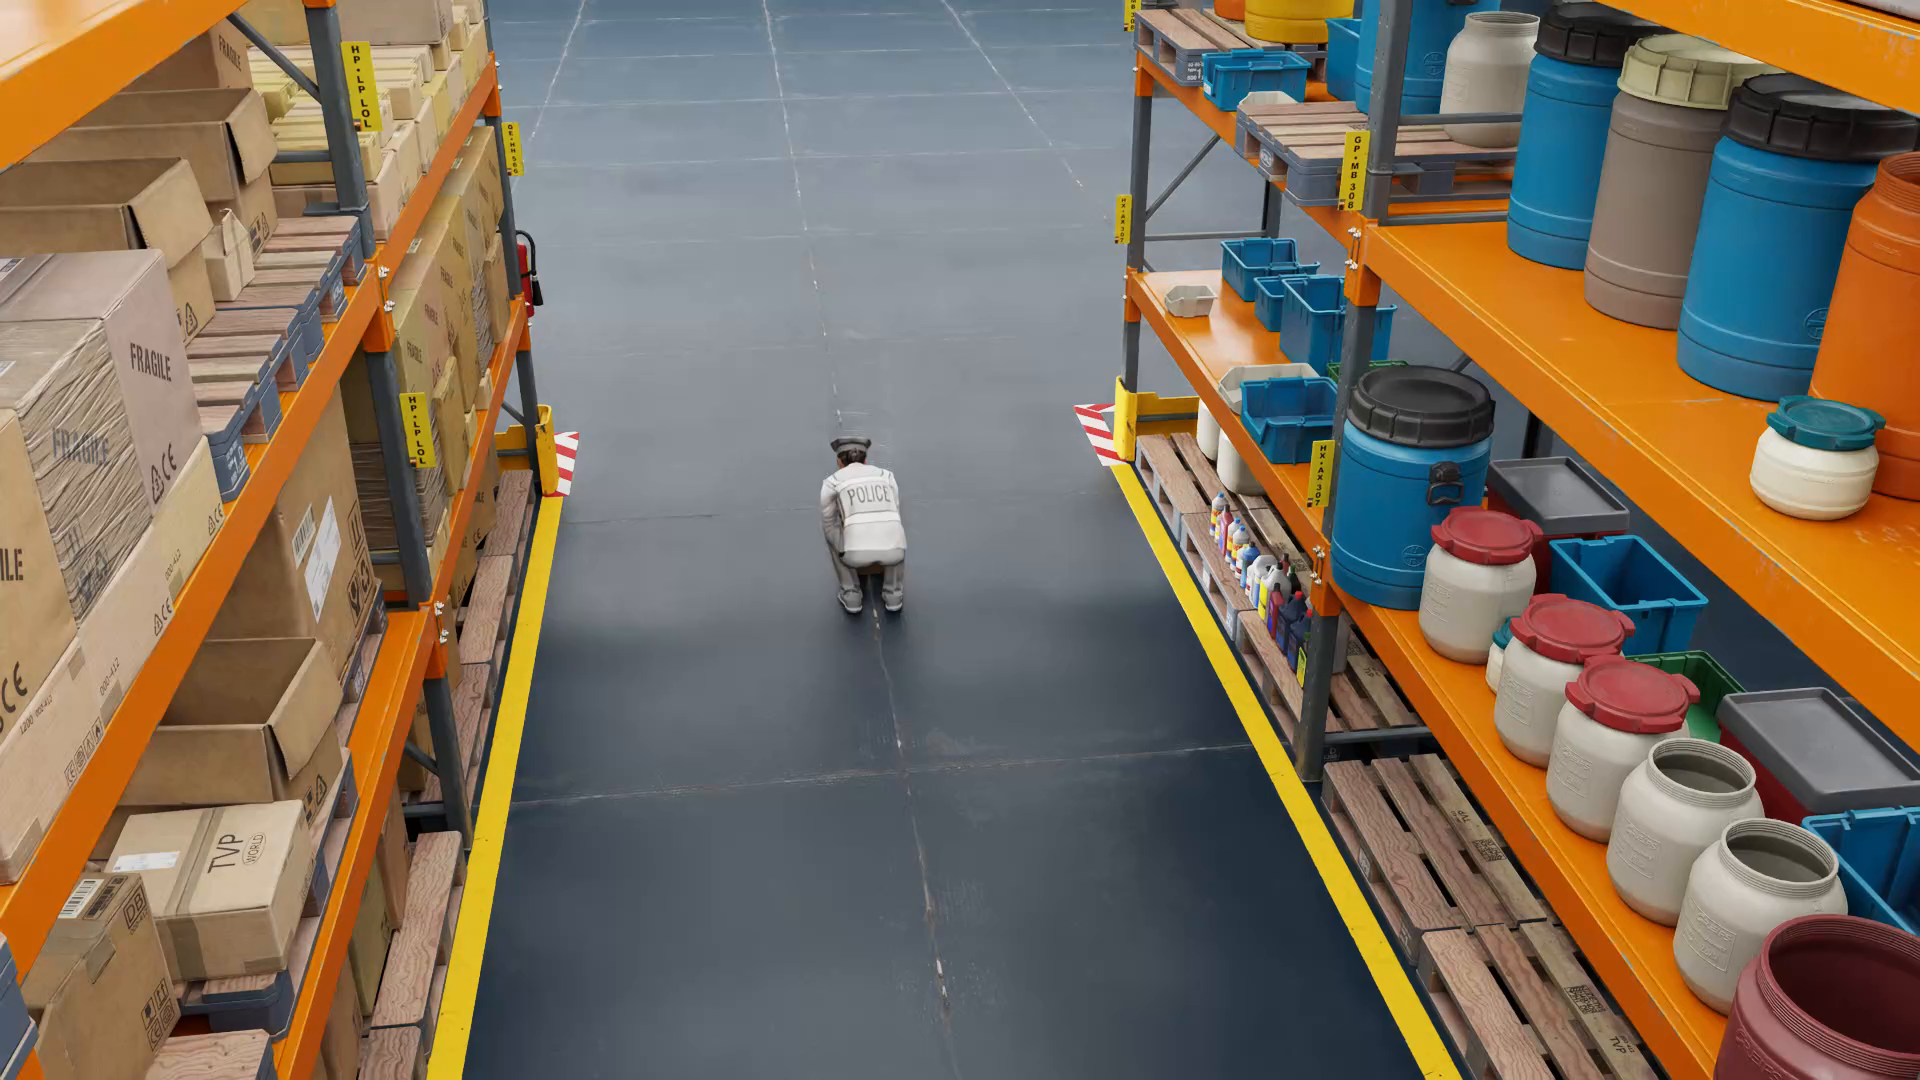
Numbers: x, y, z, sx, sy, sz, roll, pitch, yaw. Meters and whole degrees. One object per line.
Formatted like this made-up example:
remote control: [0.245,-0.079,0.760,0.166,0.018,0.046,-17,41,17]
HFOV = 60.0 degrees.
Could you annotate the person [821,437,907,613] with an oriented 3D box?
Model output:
person: [-0.553,-0.091,9.639,0.486,0.899,0.856,-4,28,-7]
